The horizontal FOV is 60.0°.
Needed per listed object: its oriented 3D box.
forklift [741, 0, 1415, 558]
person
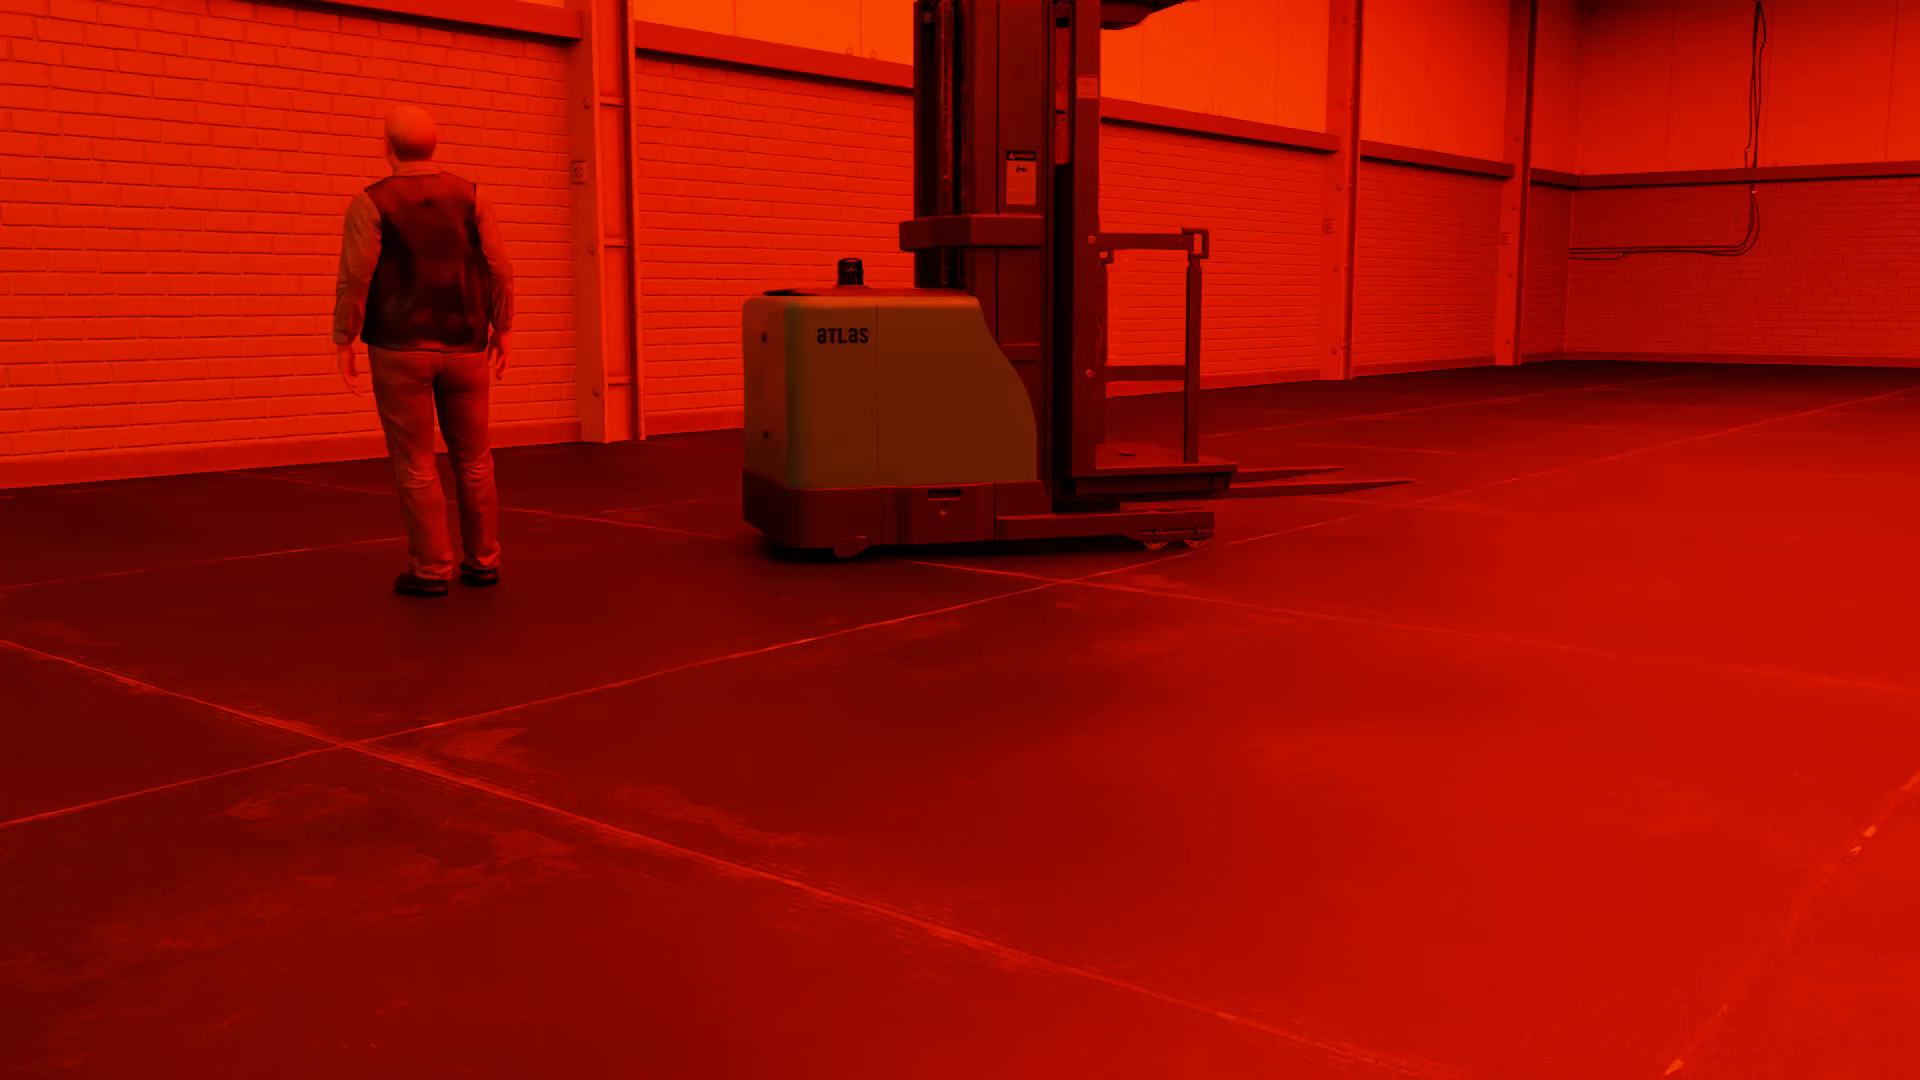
[{"bbox_3d":[0.587,-1.482,7.411,3.031,2.935,1.130,-3,9,-19],"label":"forklift"},{"bbox_3d":[-1.947,-0.670,6.005,0.639,1.725,0.566,-6,10,-35],"label":"person"}]
